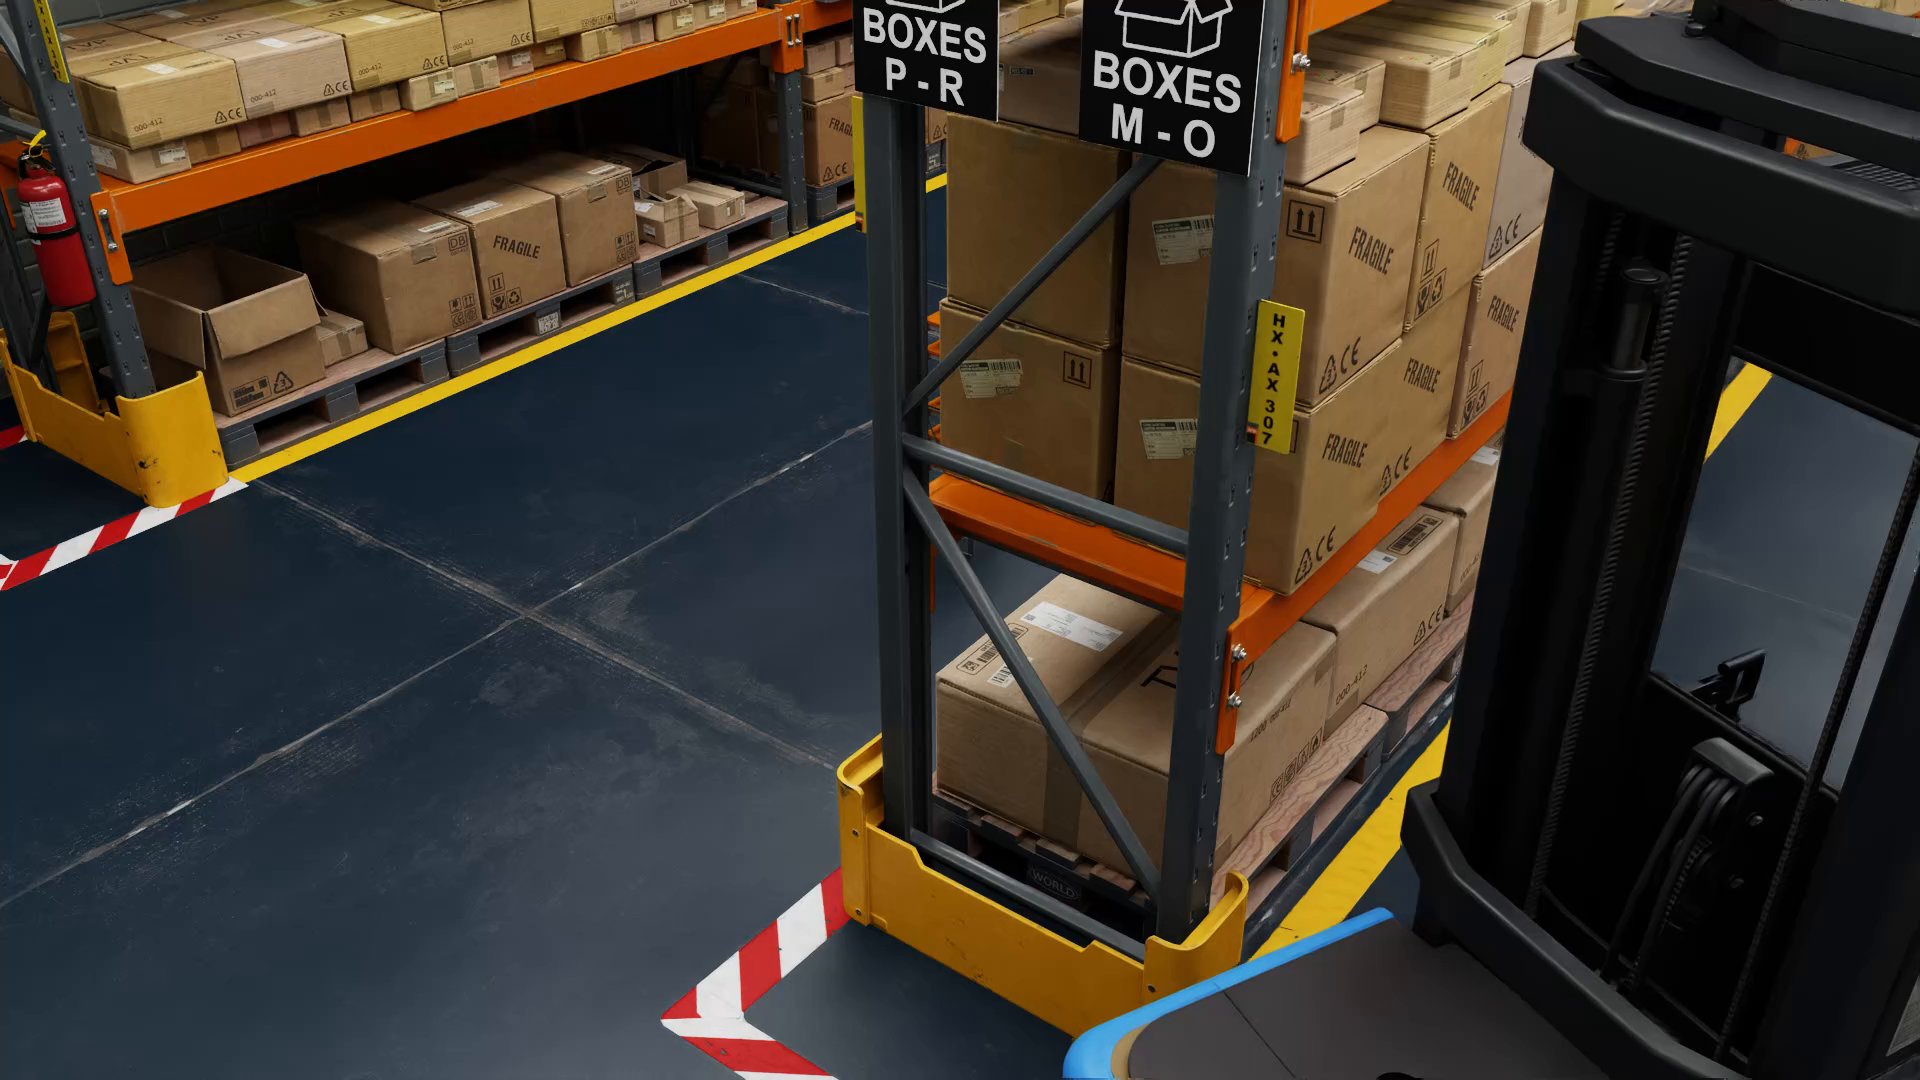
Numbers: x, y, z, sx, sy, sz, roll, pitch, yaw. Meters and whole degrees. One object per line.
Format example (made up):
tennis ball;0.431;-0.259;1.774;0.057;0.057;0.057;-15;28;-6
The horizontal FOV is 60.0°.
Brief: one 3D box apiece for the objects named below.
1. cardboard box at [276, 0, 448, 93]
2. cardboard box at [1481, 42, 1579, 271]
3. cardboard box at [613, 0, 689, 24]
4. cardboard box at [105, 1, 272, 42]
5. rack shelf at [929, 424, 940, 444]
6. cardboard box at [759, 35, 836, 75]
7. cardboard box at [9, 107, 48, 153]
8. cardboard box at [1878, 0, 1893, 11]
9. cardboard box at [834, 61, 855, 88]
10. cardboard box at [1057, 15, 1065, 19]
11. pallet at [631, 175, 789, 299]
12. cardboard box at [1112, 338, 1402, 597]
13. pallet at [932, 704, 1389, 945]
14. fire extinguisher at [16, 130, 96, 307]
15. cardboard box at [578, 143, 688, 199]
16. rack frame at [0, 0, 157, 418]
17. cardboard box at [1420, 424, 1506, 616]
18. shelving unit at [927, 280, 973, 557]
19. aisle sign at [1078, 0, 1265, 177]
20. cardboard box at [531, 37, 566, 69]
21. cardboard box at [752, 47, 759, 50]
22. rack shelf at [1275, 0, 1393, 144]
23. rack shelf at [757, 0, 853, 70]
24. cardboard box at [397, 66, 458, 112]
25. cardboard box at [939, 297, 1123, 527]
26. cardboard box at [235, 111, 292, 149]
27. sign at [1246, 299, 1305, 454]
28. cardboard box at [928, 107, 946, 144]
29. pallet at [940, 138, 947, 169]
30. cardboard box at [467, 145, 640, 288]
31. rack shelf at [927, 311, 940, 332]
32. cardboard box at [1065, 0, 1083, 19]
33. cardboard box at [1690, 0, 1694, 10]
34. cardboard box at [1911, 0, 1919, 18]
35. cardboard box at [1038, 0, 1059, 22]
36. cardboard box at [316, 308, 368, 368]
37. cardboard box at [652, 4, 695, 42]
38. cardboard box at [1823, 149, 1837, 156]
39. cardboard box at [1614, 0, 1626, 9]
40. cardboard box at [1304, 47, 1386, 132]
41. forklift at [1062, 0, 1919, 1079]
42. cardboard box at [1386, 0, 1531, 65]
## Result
cardboard box;-2.650;-2.205;7.384;0.500;0.250;0.500;20;36;30
cardboard box;1.341;-1.106;4.596;0.500;0.500;0.500;21;36;31
cardboard box;-1.736;-2.827;8.434;0.500;0.250;0.500;21;37;31
cardboard box;-3.368;-2.169;7.324;0.500;0.250;0.500;21;37;31
rack shelf;0.009;-0.381;6.538;0.258;0.103;0.180;21;37;31
cardboard box;-0.952;-2.849;9.727;0.380;0.149;0.250;20;36;30
cardboard box;-3.761;-1.737;6.986;0.380;0.149;0.250;21;36;31
cardboard box;4.353;-2.805;8.198;0.500;0.250;0.500;20;36;30
cardboard box;-0.798;-2.839;10.001;0.380;0.149;0.250;20;36;30
cardboard box;0.688;-3.547;11.833;0.500;0.500;0.500;21;36;31
pallet;-1.747;-1.775;9.539;1.003;0.211;1.213;21;37;31
cardboard box;0.732;-0.252;4.135;0.500;0.500;0.500;21;36;31
pallet;0.633;0.748;5.280;1.003;0.211;1.213;21;37;31
fire extinguisher;-3.467;-1.232;6.329;0.296;0.674;0.183;21;37;31
cardboard box;-1.919;-2.082;9.547;0.500;0.311;0.500;23;37;33
rack frame;-3.747;-1.628;6.555;1.000;3.000;0.127;21;37;31
cardboard box;1.623;-0.220;6.280;0.875;0.438;0.875;20;36;30
shelving unit;0.009;-0.522;6.454;0.258;1.200;0.189;21;37;31
aisle sign;0.401;-1.102;3.117;0.394;0.787;0.004;21;37;31
cardboard box;-2.157;-2.432;8.158;0.380;0.149;0.250;22;37;32
cardboard box;-1.185;-2.985;10.249;0.380;0.149;0.250;21;37;31
rack shelf;1.420;-1.896;4.770;1.077;0.370;4.000;21;37;31
rack shelf;-0.125;-3.757;10.854;1.077;0.370;4.000;21;37;31
cardboard box;-2.512;-2.078;7.560;0.380;0.149;0.250;20;36;30
cardboard box;0.293;-0.423;4.423;0.500;0.500;0.500;21;37;32
cardboard box;-3.082;-1.804;7.099;0.380;0.149;0.250;21;36;31
sign;0.652;-0.335;3.447;0.100;0.325;0.005;21;37;31
cardboard box;-0.242;-2.908;10.754;0.500;0.500;0.500;20;36;30
pallet;-0.135;-2.895;11.427;1.003;0.211;1.213;21;37;31
cardboard box;-2.128;-1.710;8.734;0.700;0.500;0.500;20;36;30
rack shelf;0.009;-0.794;6.293;0.258;0.103;0.180;21;37;31
cardboard box;0.493;-1.303;4.292;0.380;0.149;0.250;21;36;31
cardboard box;2.250;-1.721;5.632;0.500;0.500;0.500;21;36;31
cardboard box;4.944;-3.004;9.024;0.500;0.250;0.500;20;36;30
cardboard box;0.457;-3.678;11.418;0.380;0.149;0.250;22;37;33
cardboard box;-3.014;-0.963;7.816;0.380;0.149;0.250;20;36;29
cardboard box;-1.601;-2.713;8.632;0.380;0.149;0.250;22;37;32
cardboard box;4.559;-2.365;9.471;0.875;0.875;0.875;21;36;31
cardboard box;1.737;-1.652;4.881;0.380;0.149;0.250;21;37;31
cardboard box;0.749;-1.042;3.851;0.380;0.149;0.250;22;37;32
forklift;1.722;0.453;3.111;3.031;2.935;1.130;-15;34;-24
cardboard box;1.259;-1.348;4.367;0.380;0.149;0.250;22;37;32
